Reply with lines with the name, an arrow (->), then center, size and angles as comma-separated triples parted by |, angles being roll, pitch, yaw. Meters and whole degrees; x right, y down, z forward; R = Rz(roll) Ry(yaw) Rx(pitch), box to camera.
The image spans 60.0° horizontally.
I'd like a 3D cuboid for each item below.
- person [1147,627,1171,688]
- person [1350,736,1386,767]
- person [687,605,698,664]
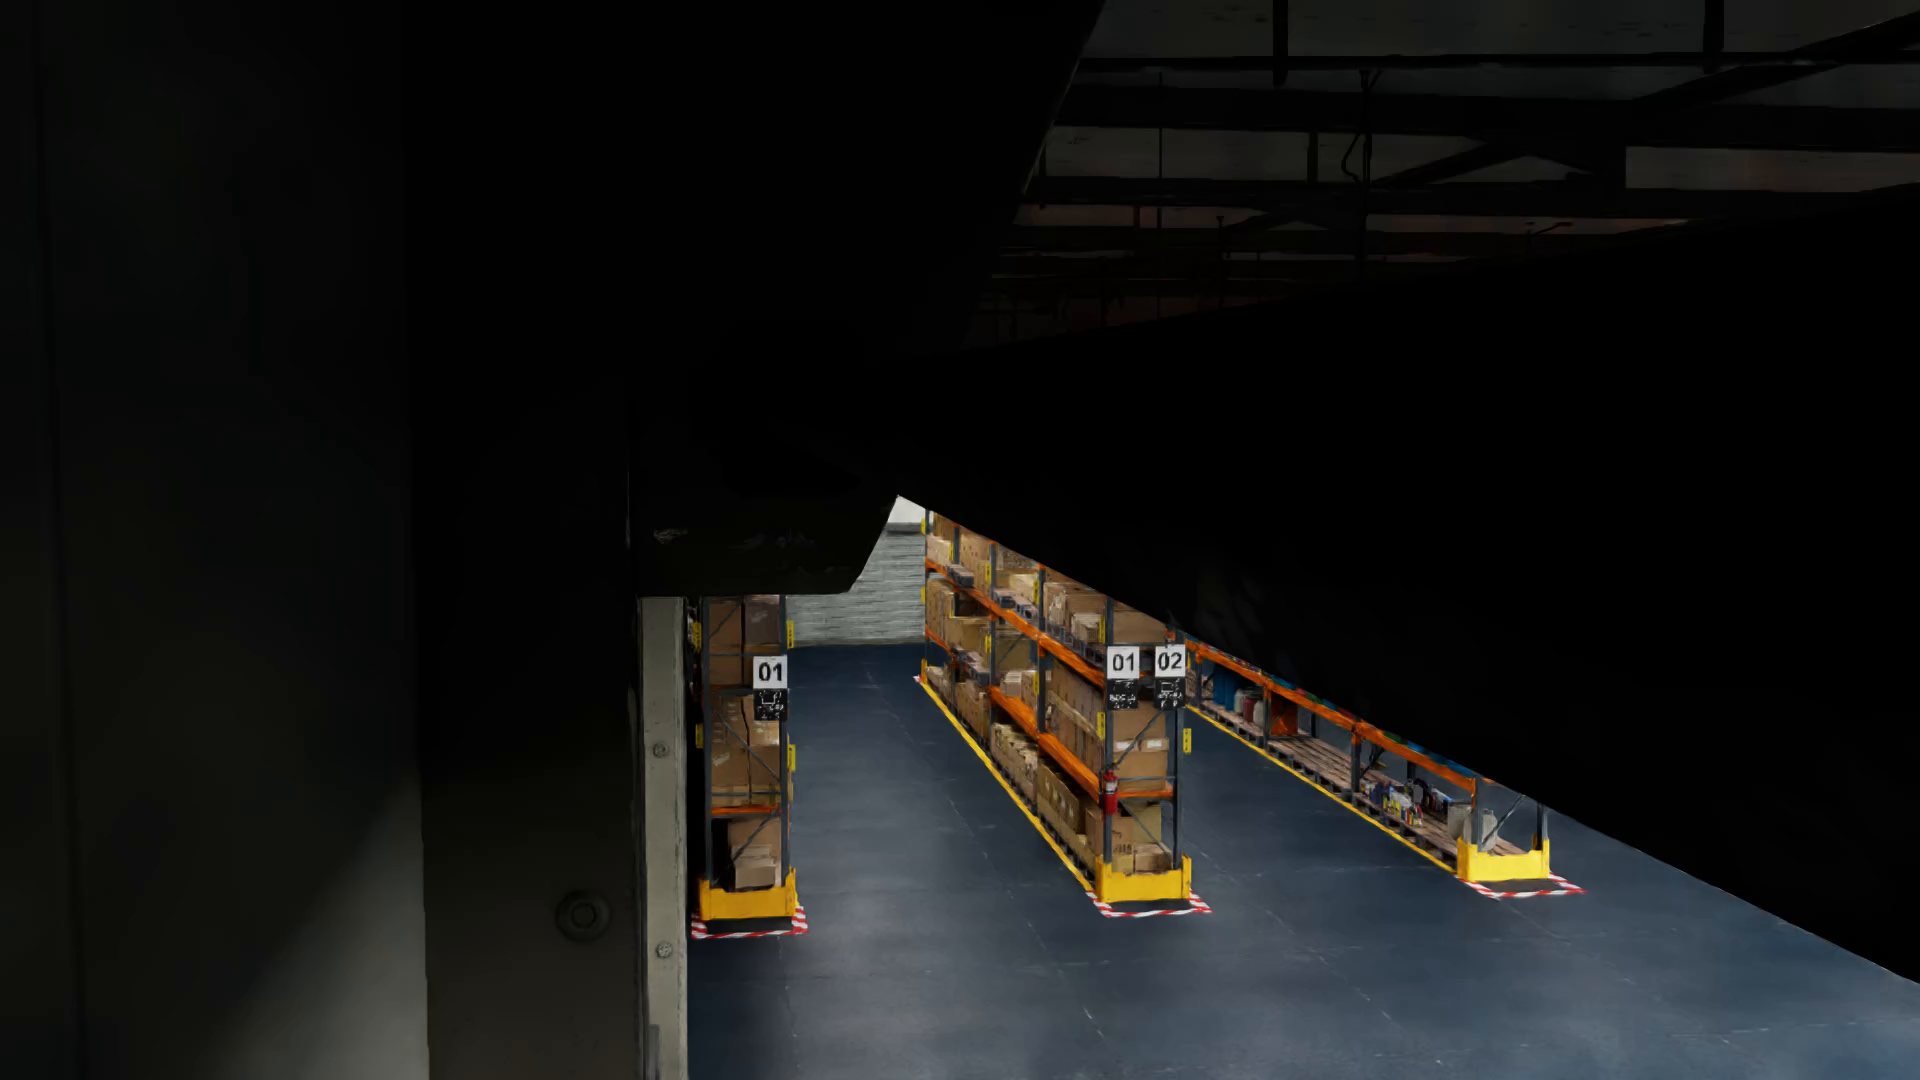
person -> 4.316, 2.355, 35.960 | 0.521, 1.622, 0.946 | 1, 5, 13
person -> 6.955, 2.975, 28.381 | 0.712, 1.731, 0.695 | -2, 5, -17
person -> -5.921, 2.244, 36.875 | 0.555, 1.670, 0.697 | 2, 6, 26
